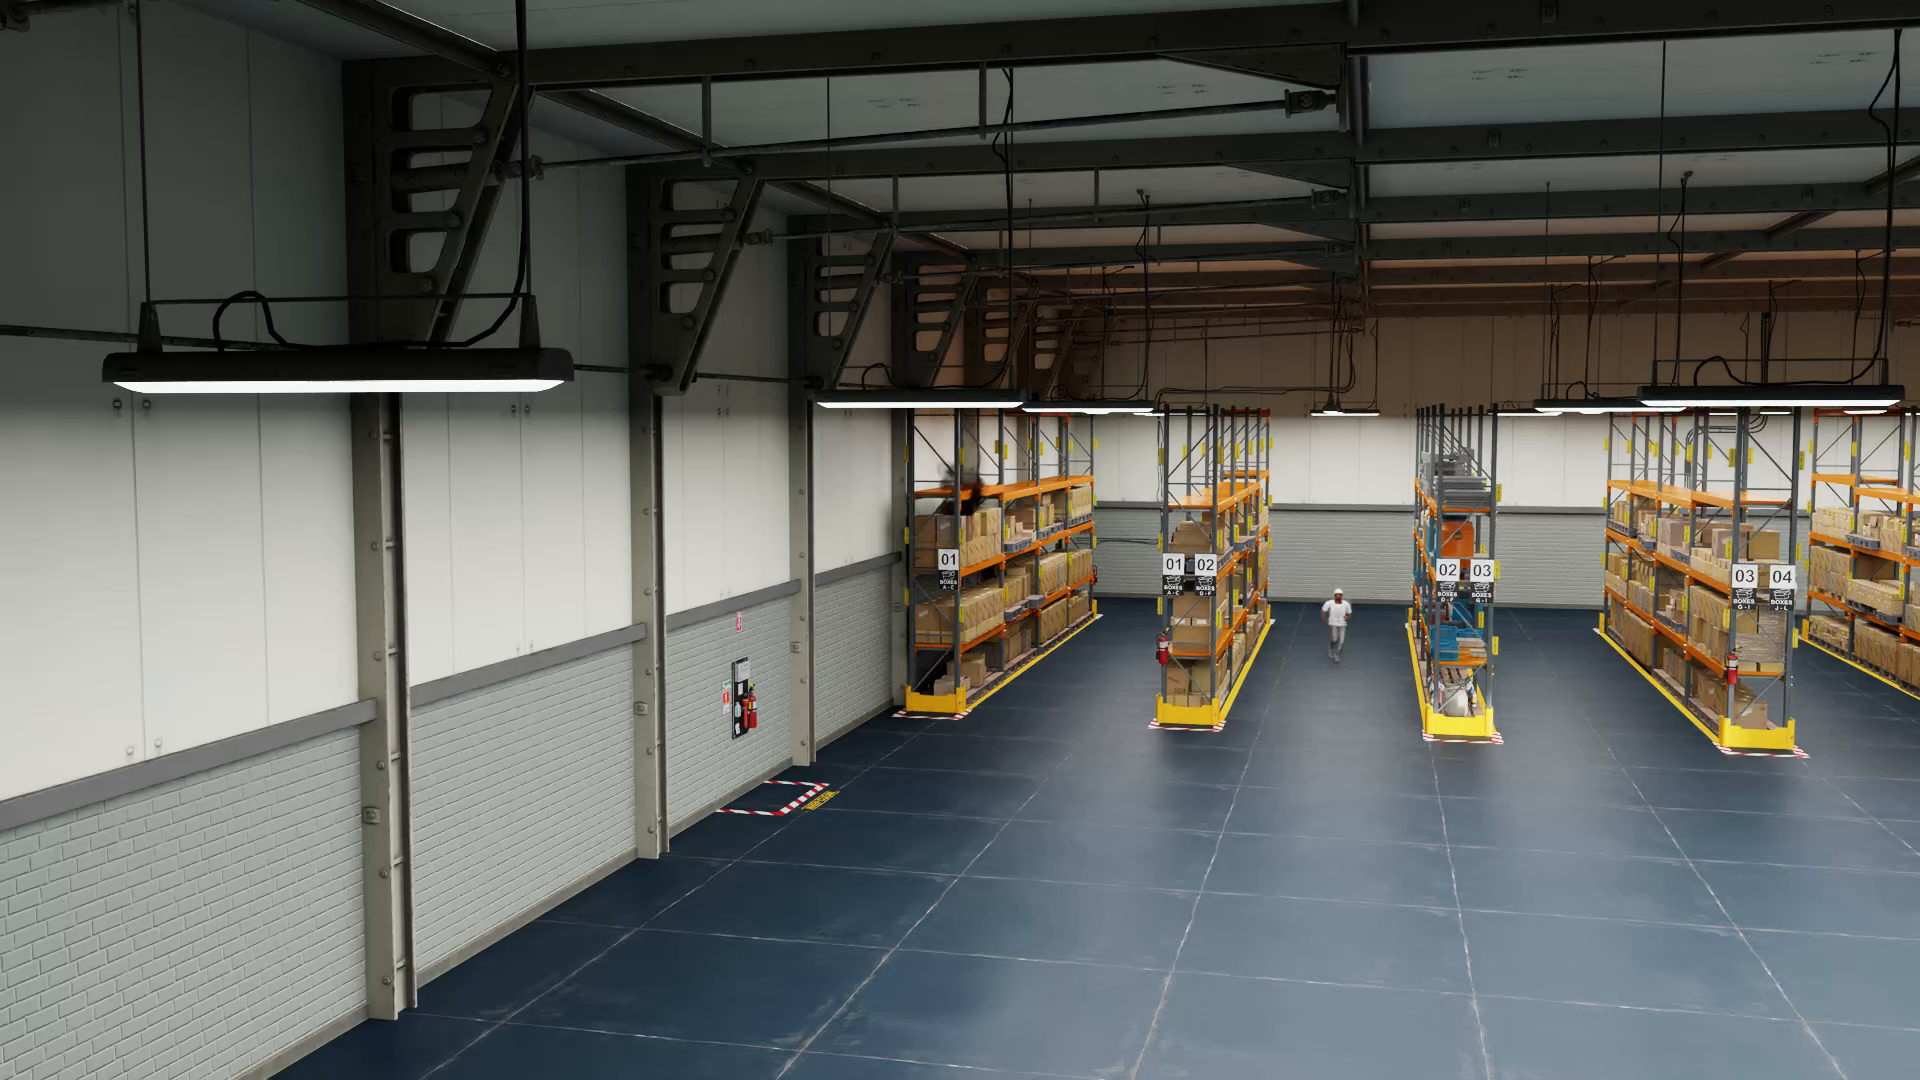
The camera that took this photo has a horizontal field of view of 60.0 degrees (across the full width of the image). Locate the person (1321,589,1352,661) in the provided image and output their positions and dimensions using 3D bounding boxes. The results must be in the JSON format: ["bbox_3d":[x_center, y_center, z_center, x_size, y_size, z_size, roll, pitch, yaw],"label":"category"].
[{"bbox_3d":[8.874,2.008,39.069,0.692,1.720,0.605,0,4,1],"label":"person"}]
